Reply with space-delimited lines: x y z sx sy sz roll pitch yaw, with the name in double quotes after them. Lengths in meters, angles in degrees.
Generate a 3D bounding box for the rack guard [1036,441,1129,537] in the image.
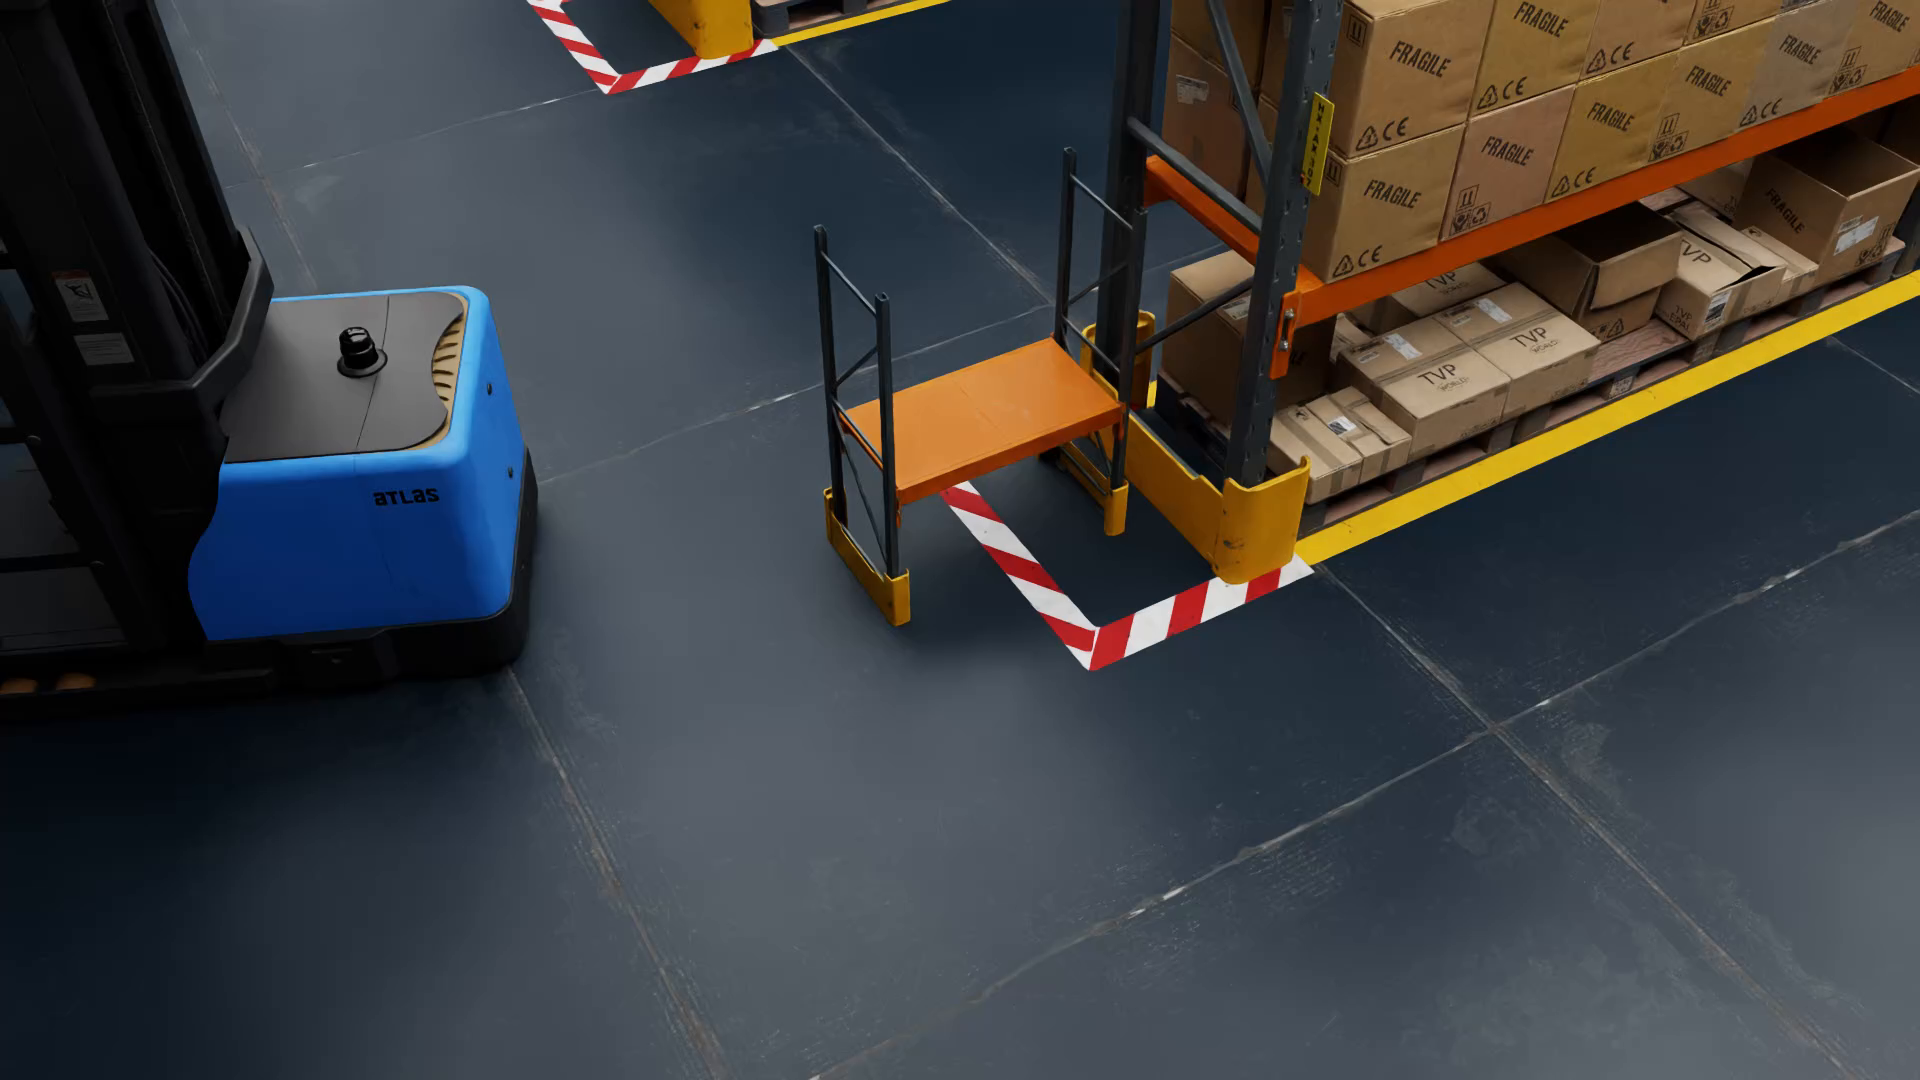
0.498 -0.289 6.868 0.087 0.250 0.587 -22 48 -21 "rack guard"

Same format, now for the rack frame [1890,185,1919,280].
4.325 -2.657 7.334 0.127 3.000 1.000 -22 48 -21 "rack frame"

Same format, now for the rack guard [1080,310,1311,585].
0.923 -0.398 6.802 0.348 0.500 1.175 -22 48 -21 "rack guard"

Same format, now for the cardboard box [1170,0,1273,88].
1.106 -1.984 5.851 0.500 0.500 0.500 -22 48 -21 "cardboard box"

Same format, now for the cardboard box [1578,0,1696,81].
2.259 -2.015 5.883 0.500 0.500 0.500 -21 48 -20 "cardboard box"

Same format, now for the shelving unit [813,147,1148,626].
0.066 -0.565 6.255 1.083 1.500 0.587 -22 48 -21 "shelving unit"

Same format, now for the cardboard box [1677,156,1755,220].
3.854 -1.835 8.102 0.500 0.311 0.500 -22 48 -21 "cardboard box"

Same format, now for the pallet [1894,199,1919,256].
5.012 -1.961 8.619 1.213 0.211 1.003 -22 48 -21 "pallet"

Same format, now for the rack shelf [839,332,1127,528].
0.074 -0.439 6.383 1.000 0.185 0.538 -22 48 -21 "rack shelf"

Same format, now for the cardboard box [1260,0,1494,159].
1.373 -1.659 5.515 0.500 0.500 0.500 -20 48 -20 "cardboard box"

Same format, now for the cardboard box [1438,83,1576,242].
1.818 -1.482 6.051 0.500 0.500 0.500 -22 48 -21 "cardboard box"

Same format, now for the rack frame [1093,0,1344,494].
0.857 -1.269 5.904 0.127 3.000 1.000 -22 48 -21 "rack frame"

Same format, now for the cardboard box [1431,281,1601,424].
2.337 -0.805 7.084 0.500 0.250 0.500 -22 48 -21 "cardboard box"

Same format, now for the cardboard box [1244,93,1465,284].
1.373 -1.300 5.864 0.500 0.500 0.500 -21 48 -20 "cardboard box"

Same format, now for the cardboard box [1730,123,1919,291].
3.973 -1.549 7.671 0.500 0.500 0.500 -22 48 -21 "cardboard box"

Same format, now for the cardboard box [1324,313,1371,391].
1.602 -0.834 7.174 0.250 0.166 0.380 -22 48 -21 "cardboard box"

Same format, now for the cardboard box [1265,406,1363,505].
1.391 -0.342 6.679 0.250 0.149 0.380 -22 48 -21 "cardboard box"

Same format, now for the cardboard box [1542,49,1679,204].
2.254 -1.654 6.229 0.500 0.500 0.500 -22 48 -21 "cardboard box"

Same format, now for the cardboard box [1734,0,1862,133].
3.129 -2.005 6.590 0.500 0.500 0.500 -21 48 -20 "cardboard box"

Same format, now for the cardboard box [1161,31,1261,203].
1.110 -1.625 6.199 0.500 0.500 0.500 -20 48 -20 "cardboard box"

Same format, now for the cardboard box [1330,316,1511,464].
1.903 -0.631 6.905 0.500 0.250 0.500 -22 48 -21 "cardboard box"

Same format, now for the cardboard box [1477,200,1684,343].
2.699 -1.264 7.375 0.637 0.503 0.797 -22 48 -21 "cardboard box"

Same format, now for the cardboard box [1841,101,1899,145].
4.610 -2.262 8.406 0.500 0.500 0.500 -22 48 -21 "cardboard box"

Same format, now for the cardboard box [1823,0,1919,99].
3.573 -2.185 6.776 0.500 0.500 0.500 -21 48 -20 "cardboard box"

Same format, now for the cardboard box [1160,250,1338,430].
1.206 -0.867 6.969 0.500 0.500 0.500 -22 48 -21 "cardboard box"

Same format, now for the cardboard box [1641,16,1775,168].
2.689 -1.827 6.407 0.500 0.500 0.500 -21 48 -20 "cardboard box"

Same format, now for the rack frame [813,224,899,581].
-0.367 -0.391 6.076 0.032 1.500 0.500 -22 48 -21 "rack frame"

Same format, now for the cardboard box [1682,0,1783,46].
2.699 -2.192 6.065 0.500 0.500 0.500 -22 48 -21 "cardboard box"

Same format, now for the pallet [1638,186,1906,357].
3.729 -1.418 8.060 1.213 0.211 1.003 -22 48 -21 "pallet"

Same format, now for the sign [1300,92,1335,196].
1.127 -1.252 5.265 0.005 0.325 0.100 -22 48 -21 "sign"

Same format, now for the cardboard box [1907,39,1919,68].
4.020 -2.364 6.961 0.500 0.500 0.500 -21 48 -20 "cardboard box"

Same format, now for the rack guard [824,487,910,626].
-0.366 0.057 6.512 0.087 0.250 0.587 -22 48 -21 "rack guard"

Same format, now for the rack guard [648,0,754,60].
-1.622 -3.348 9.841 0.348 0.500 1.175 -22 48 -21 "rack guard"

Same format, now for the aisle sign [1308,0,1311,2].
0.944 -2.001 4.791 0.004 0.787 0.394 -22 48 -21 "aisle sign"

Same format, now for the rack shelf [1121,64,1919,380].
2.591 -1.705 6.869 4.000 0.370 1.077 -22 48 -21 "rack shelf"

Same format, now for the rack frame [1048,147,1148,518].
0.515 -0.744 6.440 0.032 1.500 0.500 -22 48 -21 "rack frame"

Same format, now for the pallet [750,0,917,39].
-0.873 -3.524 10.229 1.213 0.211 1.003 -22 48 -21 "pallet"

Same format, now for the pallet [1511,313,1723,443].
2.670 -0.992 7.621 1.213 0.211 1.003 -22 48 -21 "pallet"

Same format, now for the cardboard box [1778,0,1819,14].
3.136 -2.366 6.244 0.500 0.500 0.500 -21 48 -21 "cardboard box"

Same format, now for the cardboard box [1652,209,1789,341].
3.322 -1.221 7.469 0.500 0.311 0.500 -22 48 -21 "cardboard box"

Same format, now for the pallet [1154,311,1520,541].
1.614 -0.572 7.188 1.213 0.211 1.003 -22 48 -21 "pallet"

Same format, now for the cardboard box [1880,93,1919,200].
4.866 -1.938 8.073 0.500 0.500 0.500 -24 49 -23 "cardboard box"

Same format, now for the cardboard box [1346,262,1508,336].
2.044 -1.089 7.377 0.500 0.250 0.500 -22 48 -21 "cardboard box"

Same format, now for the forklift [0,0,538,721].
-3.192 -0.784 5.453 3.031 2.935 1.130 -5 44 -5 "forklift"

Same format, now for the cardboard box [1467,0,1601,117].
1.823 -1.844 5.707 0.500 0.500 0.500 -21 48 -21 "cardboard box"

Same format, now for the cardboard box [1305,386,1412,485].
1.608 -0.435 6.763 0.250 0.166 0.380 -22 48 -21 "cardboard box"

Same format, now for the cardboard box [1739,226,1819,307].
3.677 -1.256 7.622 0.250 0.149 0.380 -22 48 -21 "cardboard box"
